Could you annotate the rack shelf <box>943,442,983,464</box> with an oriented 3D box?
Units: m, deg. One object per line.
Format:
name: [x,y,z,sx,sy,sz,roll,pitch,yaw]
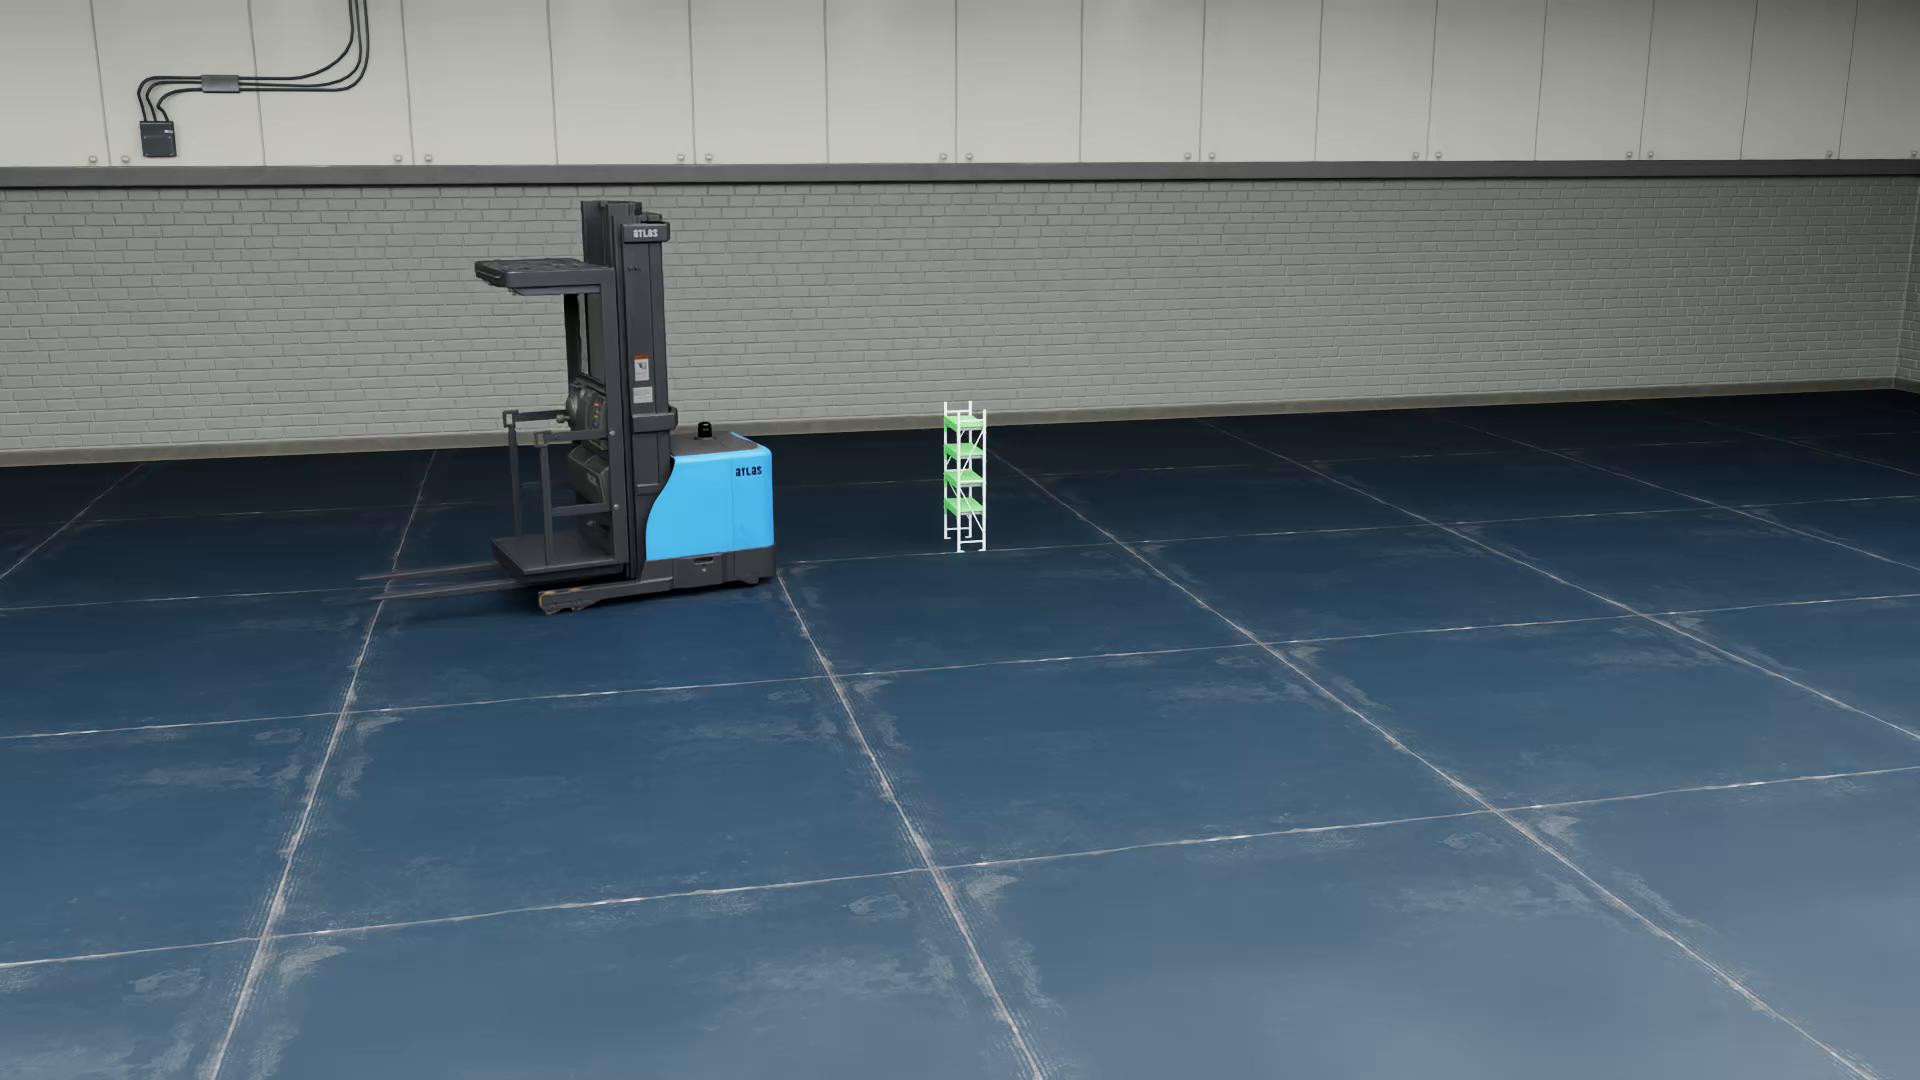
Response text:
rack shelf: [0.039,-0.716,14.087,0.258,0.148,0.480,-3,14,-13]

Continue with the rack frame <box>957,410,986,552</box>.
rack frame: [0.096,-0.488,13.898,0.240,1.200,0.015,-3,14,-13]

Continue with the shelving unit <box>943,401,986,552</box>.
shelving unit: [0.039,-0.545,14.128,0.258,1.200,0.503,-3,14,-13]

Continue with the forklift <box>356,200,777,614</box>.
forklift: [-2.988,-1.024,12.442,3.031,2.935,1.130,-7,15,-27]

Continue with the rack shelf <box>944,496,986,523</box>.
rack shelf: [0.039,-0.249,14.200,0.258,0.148,0.480,-3,14,-13]

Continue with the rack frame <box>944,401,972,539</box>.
rack frame: [-0.018,-0.601,14.359,0.240,1.200,0.015,-3,14,-13]

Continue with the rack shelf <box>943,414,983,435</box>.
rack shelf: [0.039,-0.949,14.030,0.258,0.148,0.480,-3,14,-13]

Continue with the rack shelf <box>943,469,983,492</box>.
rack shelf: [0.039,-0.483,14.144,0.258,0.148,0.480,-3,14,-13]

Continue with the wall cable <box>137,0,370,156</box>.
wall cable: [-7.314,-6.948,16.738,2.305,6.003,0.169,-3,14,-13]
